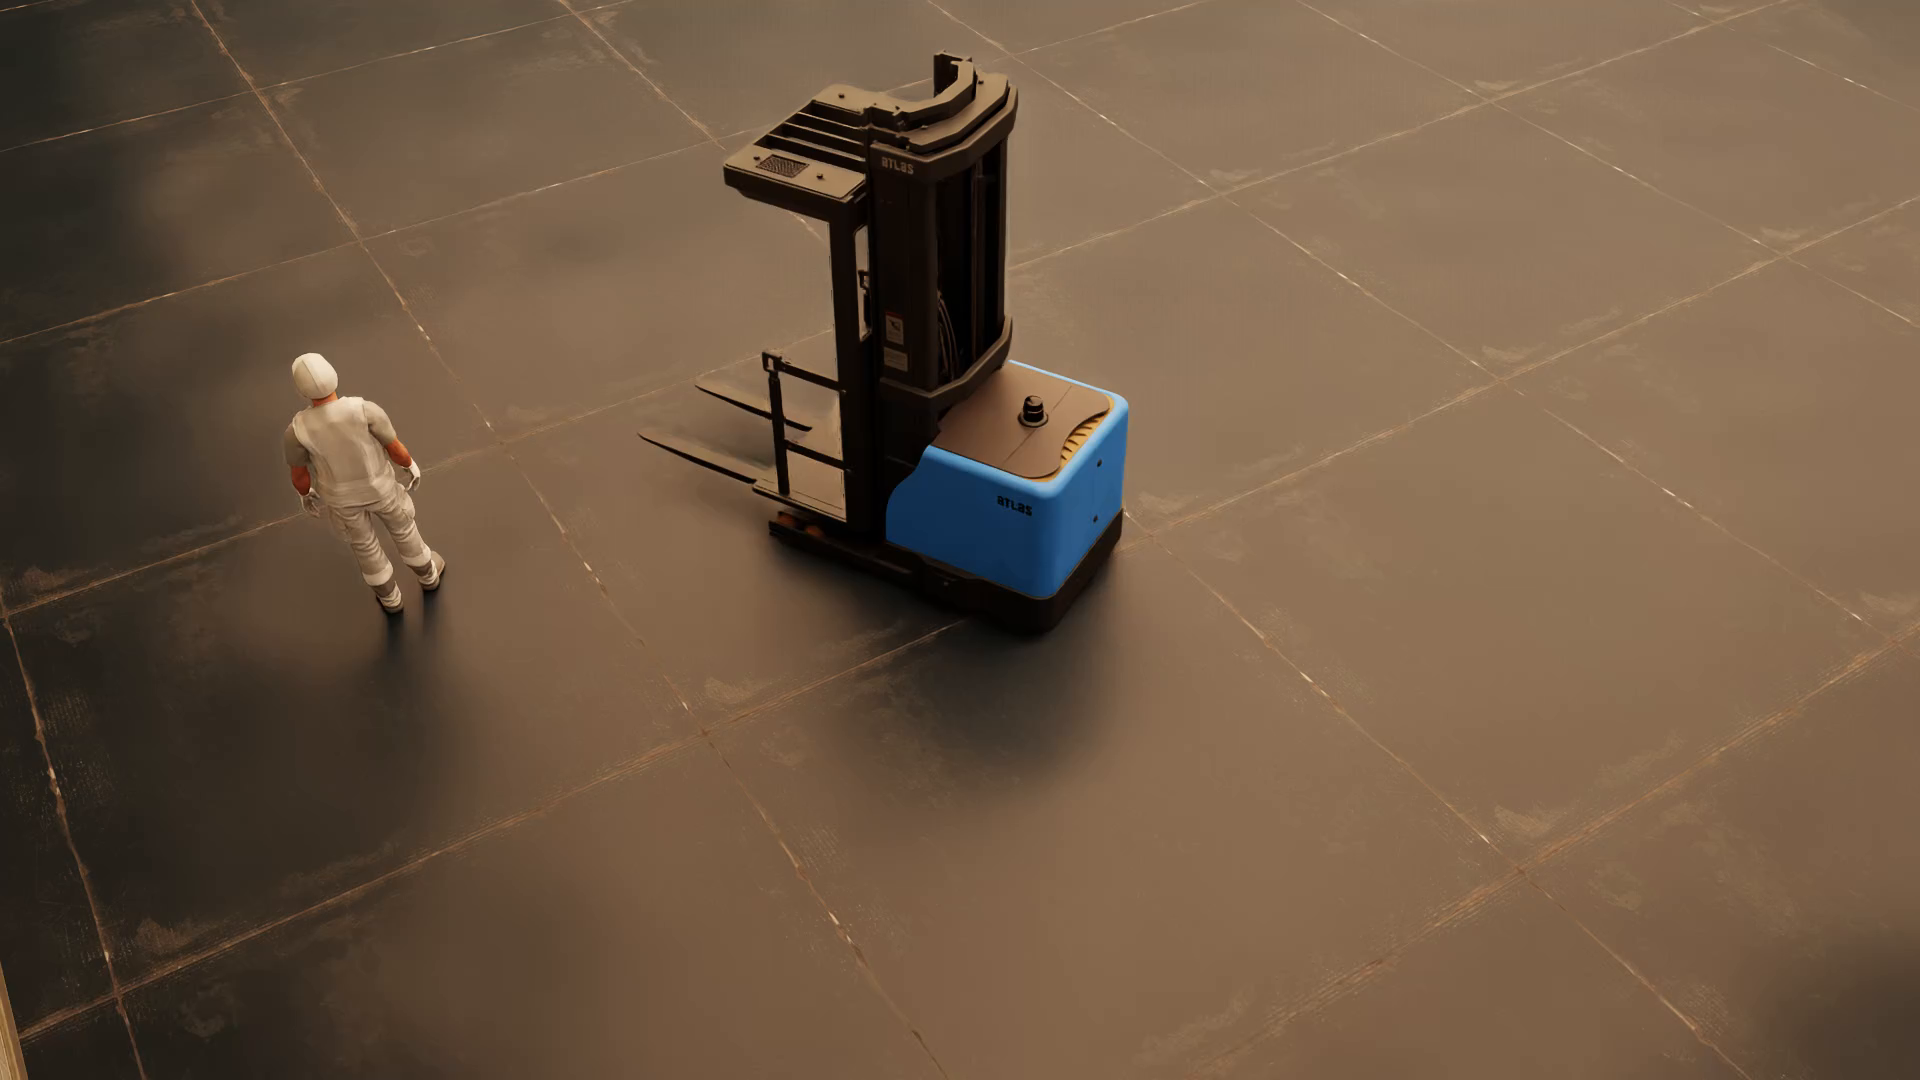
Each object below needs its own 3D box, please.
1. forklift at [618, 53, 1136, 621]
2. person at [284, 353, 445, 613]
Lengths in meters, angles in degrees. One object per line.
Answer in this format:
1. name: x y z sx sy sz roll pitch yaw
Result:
1. forklift: -0.556 -1.213 9.259 3.031 2.935 1.130 12 43 14
2. person: -3.292 -0.336 9.112 0.637 1.787 0.566 -13 43 -15
